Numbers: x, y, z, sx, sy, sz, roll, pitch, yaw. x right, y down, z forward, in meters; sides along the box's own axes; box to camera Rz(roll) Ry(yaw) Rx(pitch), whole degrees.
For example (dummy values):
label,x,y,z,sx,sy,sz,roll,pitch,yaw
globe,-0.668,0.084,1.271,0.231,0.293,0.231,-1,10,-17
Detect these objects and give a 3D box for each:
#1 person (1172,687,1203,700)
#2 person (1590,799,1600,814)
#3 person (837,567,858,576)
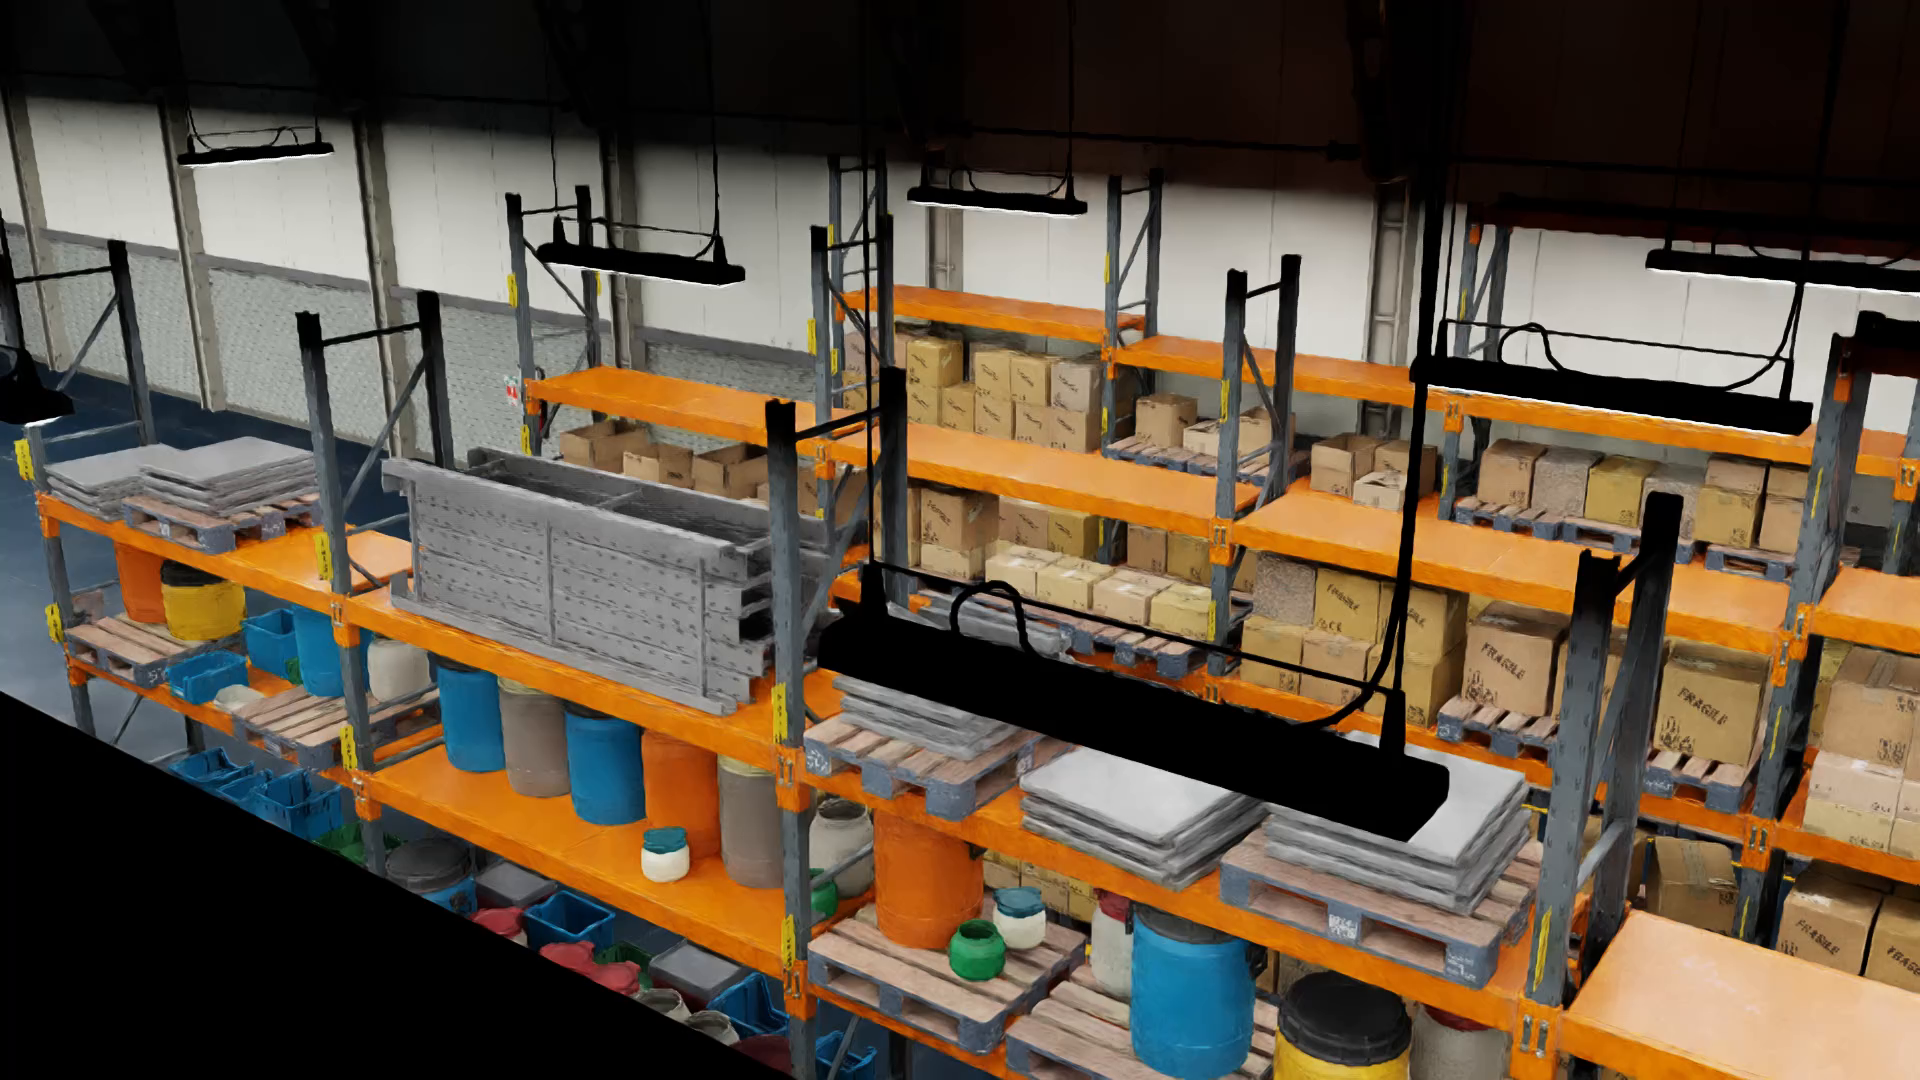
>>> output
label,x,y,z,sx,sy,sz,roll,pitch,yaw
person,2.492,1.623,17.663,0.996,1.622,0.448,10,21,27
person,5.987,2.334,15.502,0.577,1.651,0.450,5,19,15
person,-1.358,0.772,20.083,1.040,1.702,0.533,17,25,42
